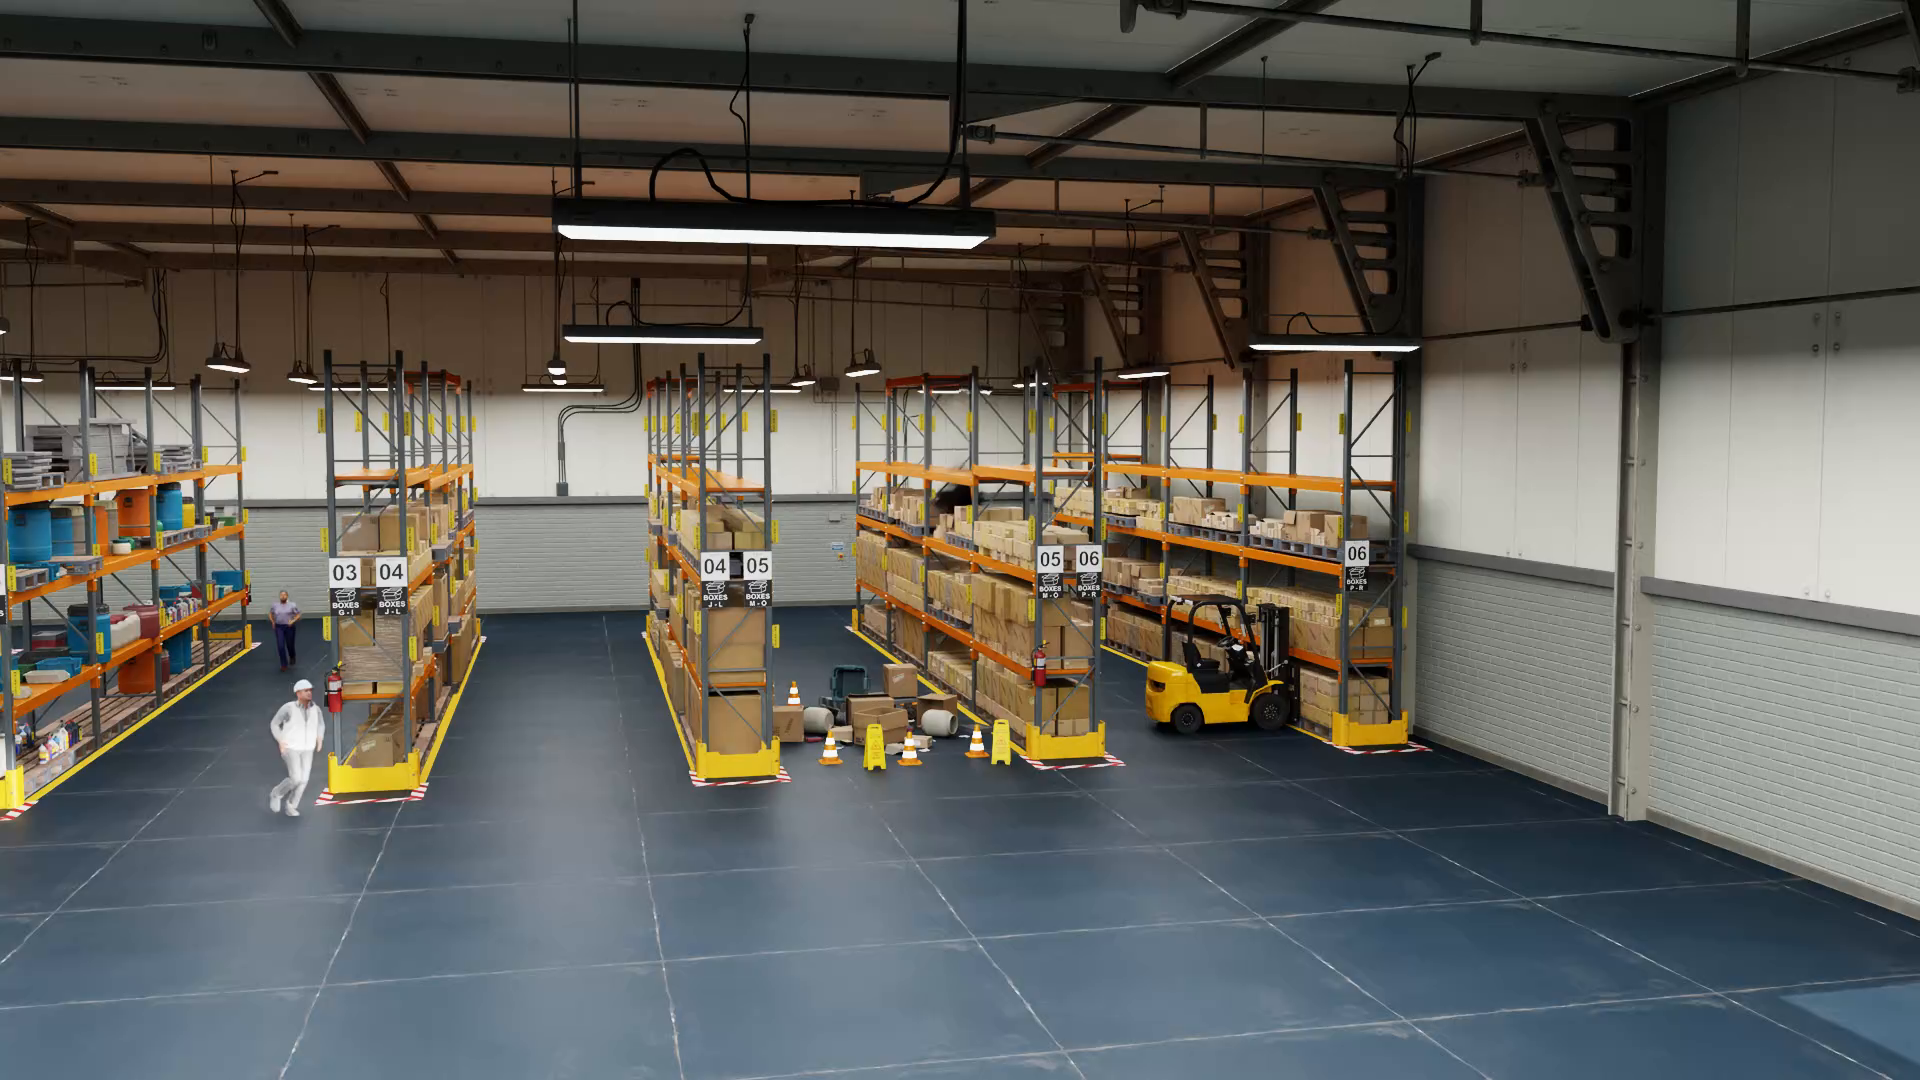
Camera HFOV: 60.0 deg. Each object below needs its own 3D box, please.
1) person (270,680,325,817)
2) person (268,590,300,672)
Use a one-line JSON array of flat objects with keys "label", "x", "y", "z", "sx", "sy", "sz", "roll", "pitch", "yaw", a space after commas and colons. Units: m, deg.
[{"label": "person", "x": -8.467, "y": 2.659, "z": 21.352, "sx": 0.548, "sy": 1.721, "sz": 0.694, "roll": 3, "pitch": 5, "yaw": 38}, {"label": "person", "x": -13.764, "y": 1.838, "z": 33.884, "sx": 0.613, "sy": 1.640, "sz": 0.697, "roll": -1, "pitch": 4, "yaw": -16}]
